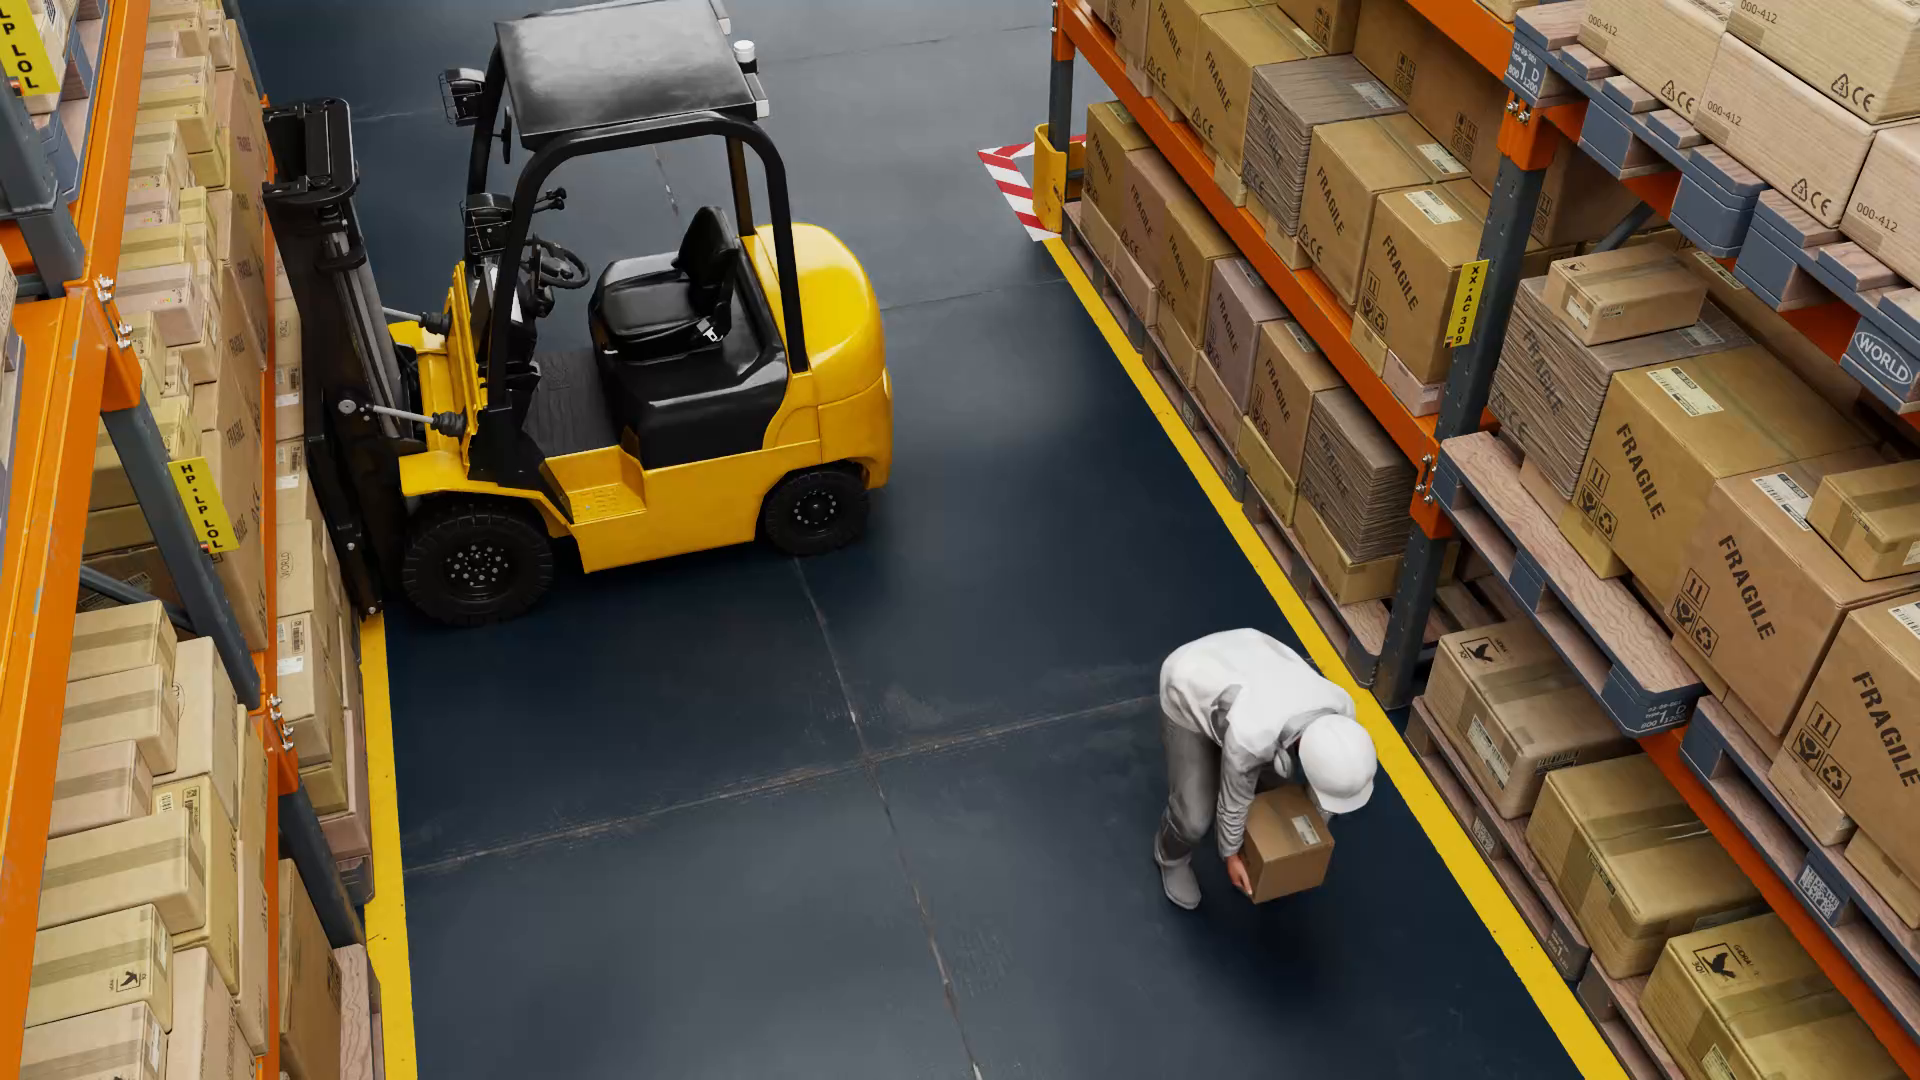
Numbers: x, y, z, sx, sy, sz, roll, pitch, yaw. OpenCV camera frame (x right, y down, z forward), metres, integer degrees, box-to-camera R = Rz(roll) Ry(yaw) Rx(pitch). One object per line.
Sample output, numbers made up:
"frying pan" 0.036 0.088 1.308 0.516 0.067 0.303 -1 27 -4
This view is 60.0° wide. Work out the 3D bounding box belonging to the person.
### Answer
"person" 0.994 0.836 5.528 0.475 1.352 0.936 -14 44 -15
